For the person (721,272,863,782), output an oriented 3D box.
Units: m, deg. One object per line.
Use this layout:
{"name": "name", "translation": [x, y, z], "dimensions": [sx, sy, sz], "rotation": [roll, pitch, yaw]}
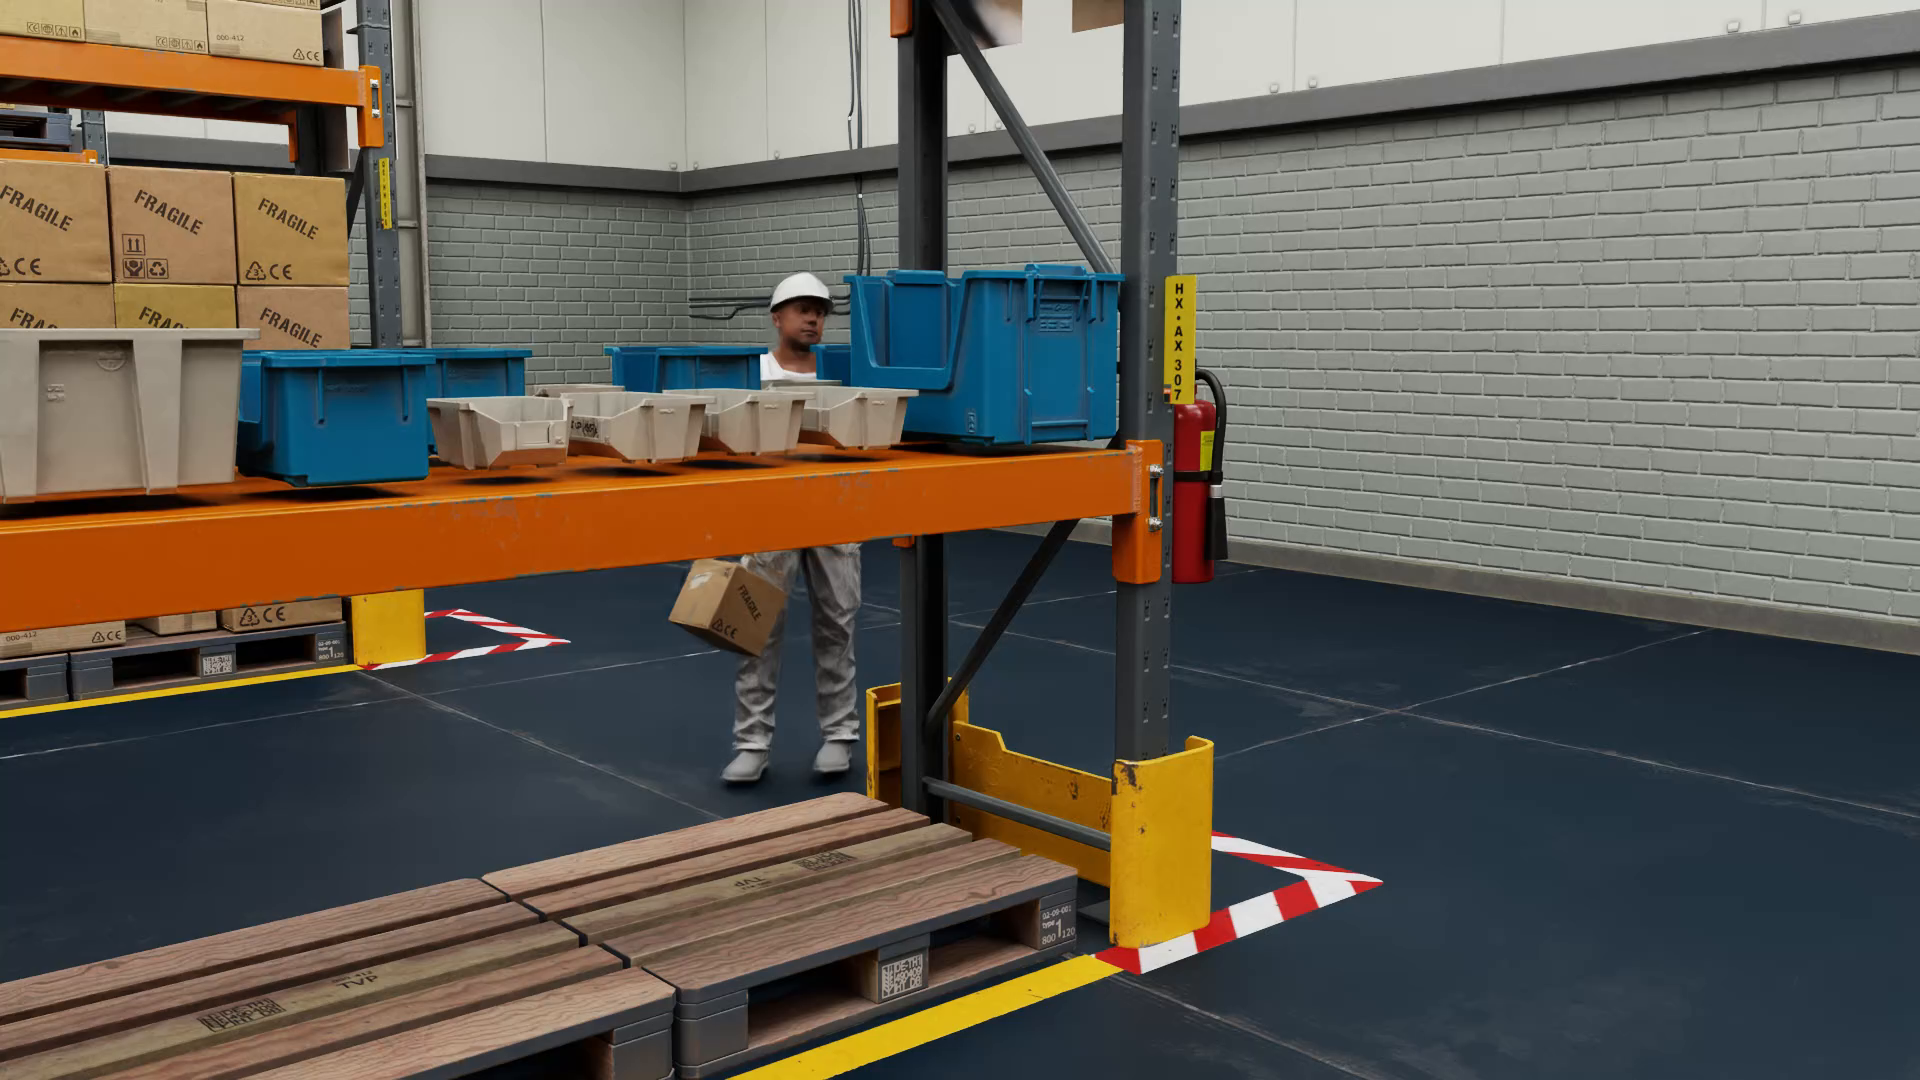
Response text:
{"name": "person", "translation": [-0.595, -0.054, 5.953], "dimensions": [0.599, 1.794, 0.456], "rotation": [-3, 8, -21]}
